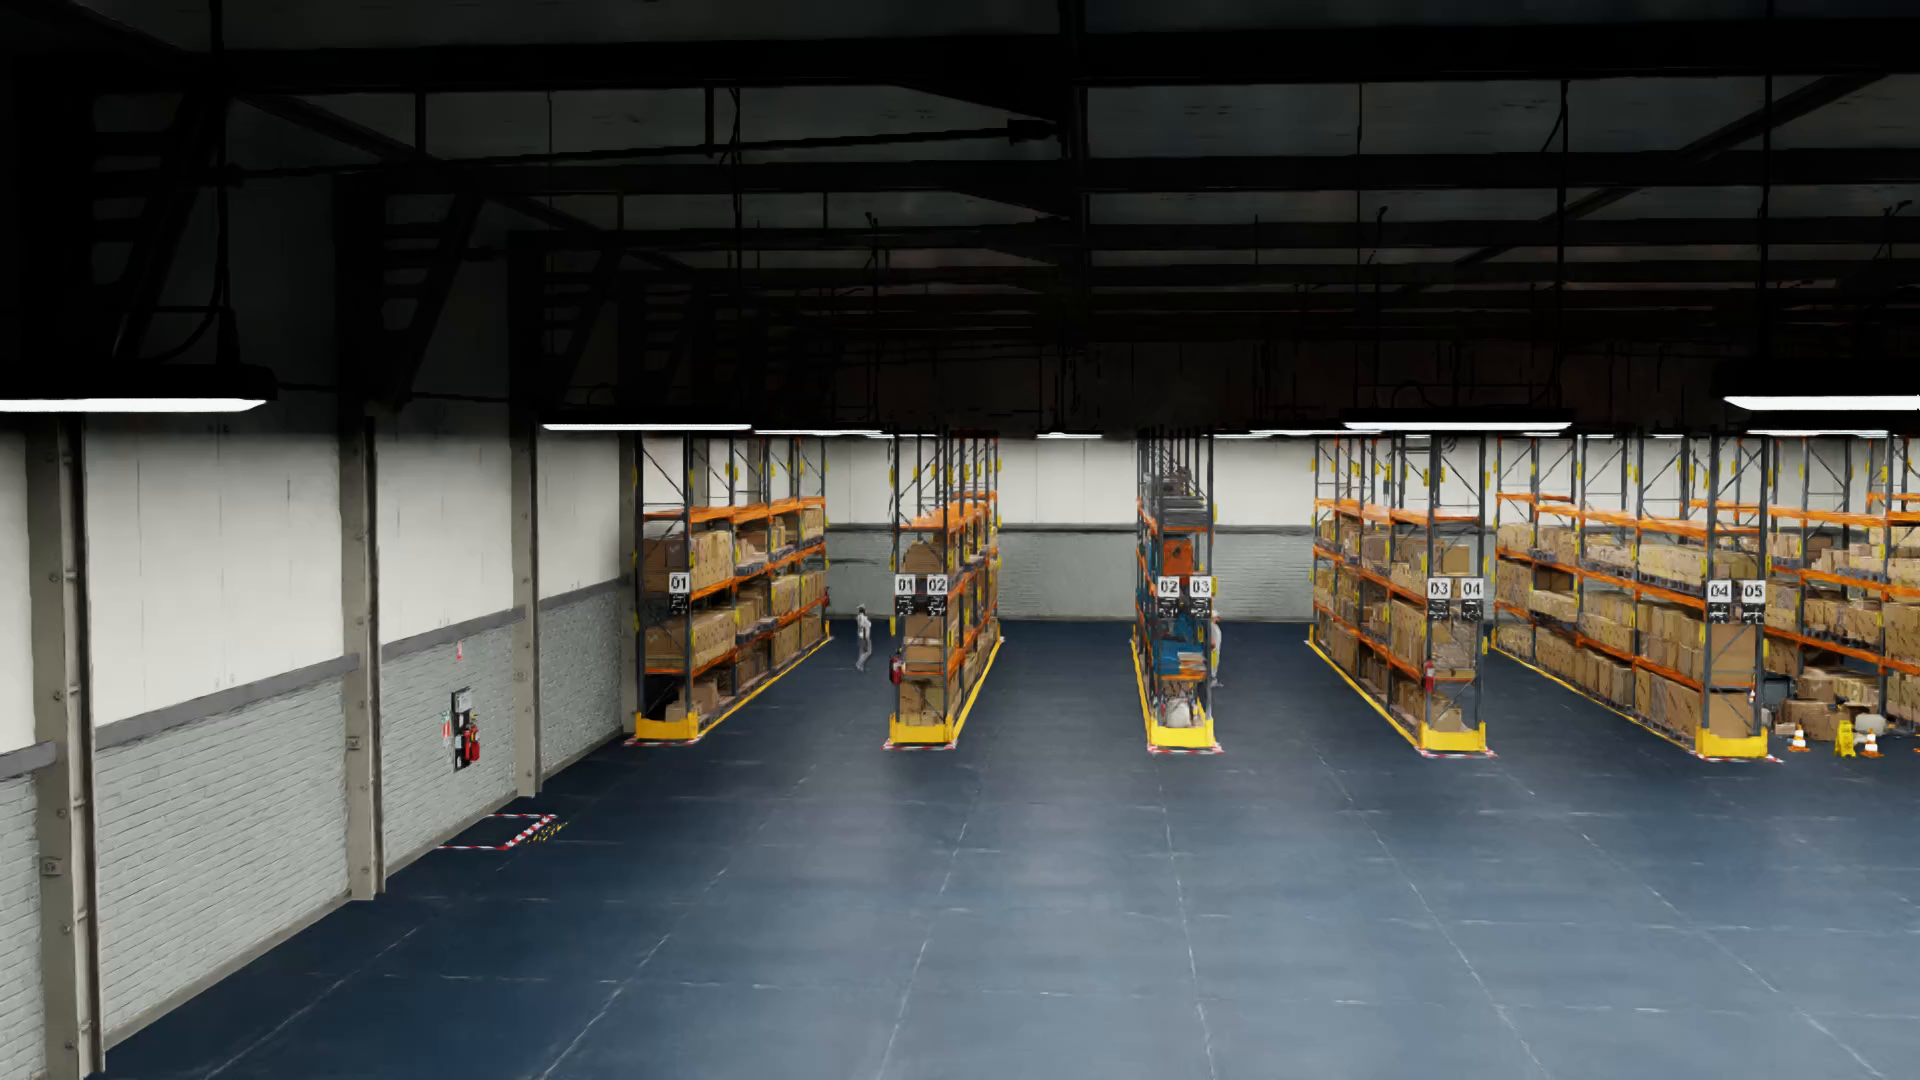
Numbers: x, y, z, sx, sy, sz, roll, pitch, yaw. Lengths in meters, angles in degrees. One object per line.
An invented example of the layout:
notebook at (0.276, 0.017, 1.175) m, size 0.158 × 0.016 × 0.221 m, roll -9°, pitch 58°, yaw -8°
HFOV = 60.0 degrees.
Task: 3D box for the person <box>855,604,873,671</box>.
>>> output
person at (-2.410, 2.417, 41.089) m, size 0.423 × 1.674 × 0.507 m, roll -1°, pitch 4°, yaw -23°

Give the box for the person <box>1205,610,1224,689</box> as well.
person at (5.845, 2.509, 38.248) m, size 0.390 × 1.792 × 0.709 m, roll 1°, pitch 4°, yaw 17°
